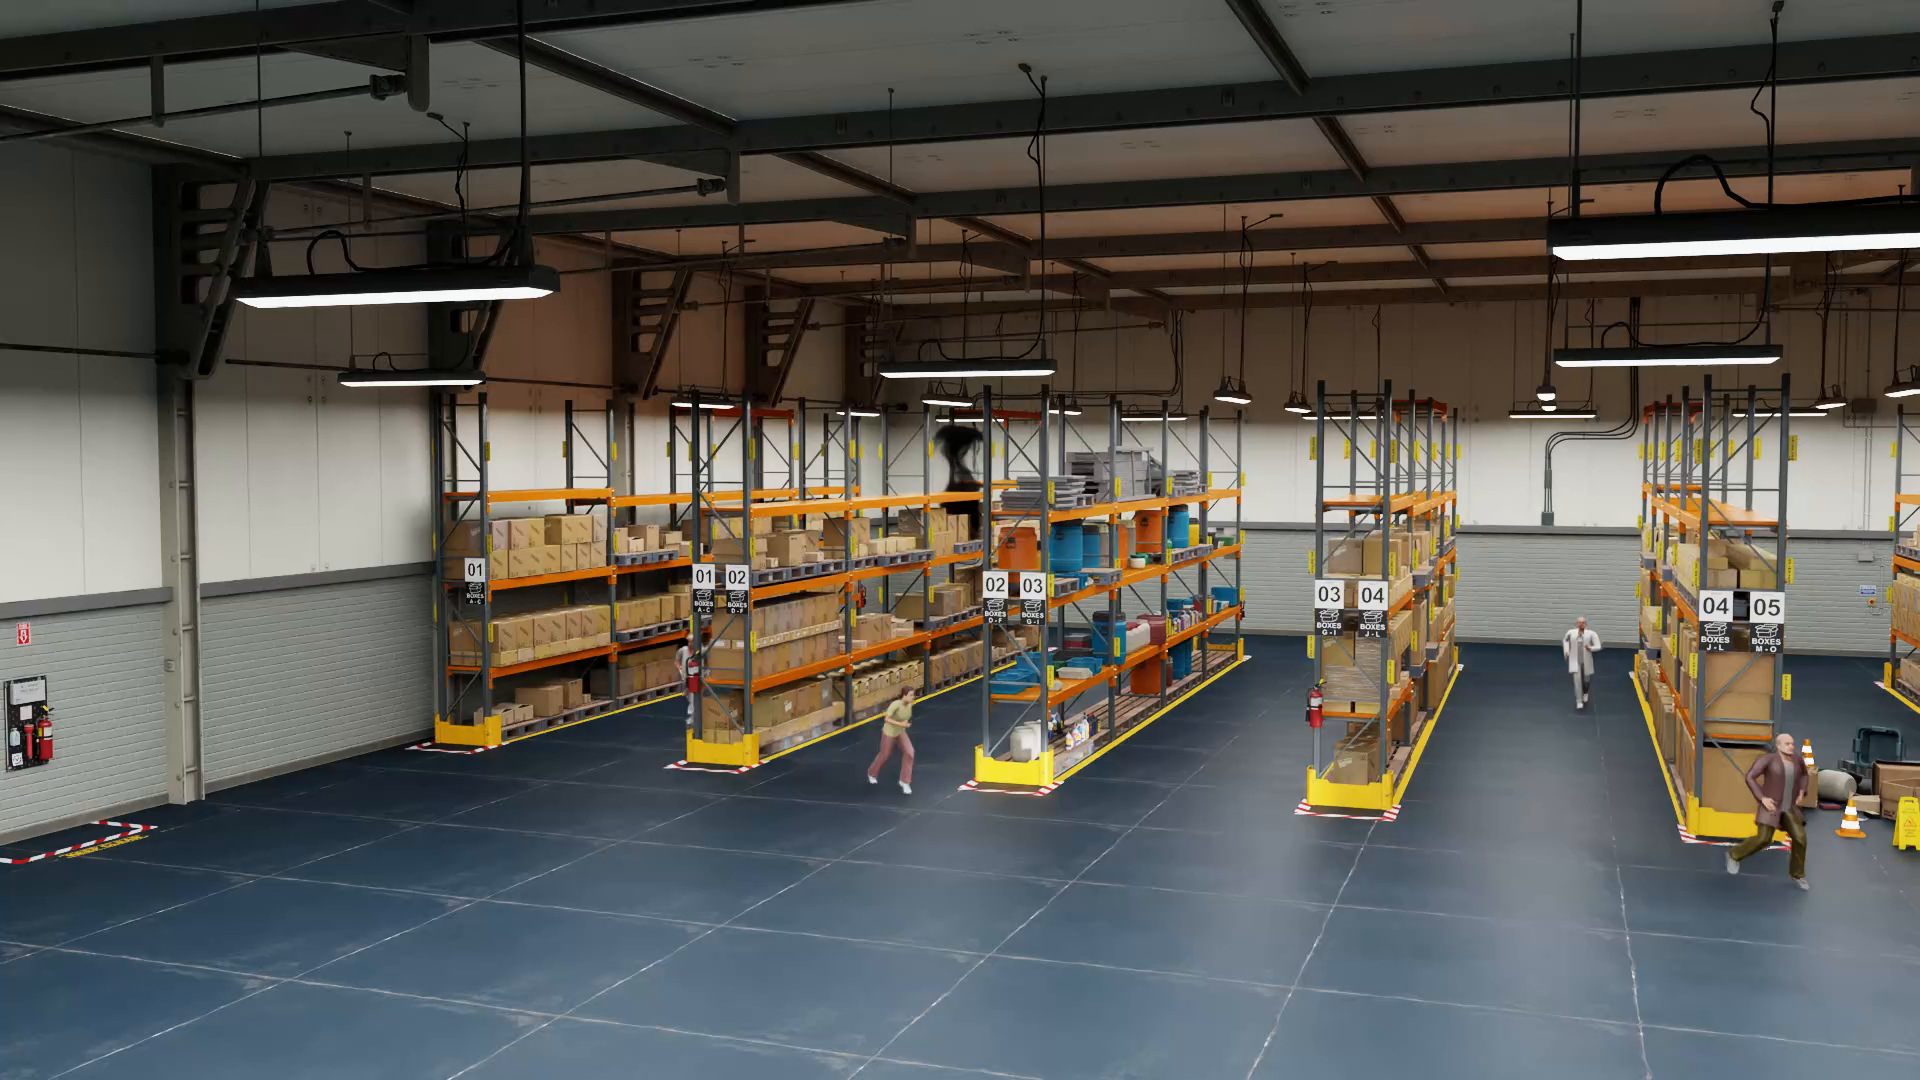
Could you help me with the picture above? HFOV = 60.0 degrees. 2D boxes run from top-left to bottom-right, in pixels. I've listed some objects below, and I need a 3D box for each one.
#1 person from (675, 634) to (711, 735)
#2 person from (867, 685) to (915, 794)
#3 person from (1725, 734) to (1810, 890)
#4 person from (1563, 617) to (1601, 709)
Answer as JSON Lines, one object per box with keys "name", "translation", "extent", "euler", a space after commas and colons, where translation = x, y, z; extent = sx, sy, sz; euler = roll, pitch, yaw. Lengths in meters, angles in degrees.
{"name": "person", "translation": [-4.787, 2.532, 29.899], "extent": [0.658, 1.773, 1.135], "euler": [0, 3, 6]}
{"name": "person", "translation": [-1.020, 2.929, 24.621], "extent": [0.949, 1.614, 0.619], "euler": [3, 4, 41]}
{"name": "person", "translation": [9.457, 3.125, 19.299], "extent": [0.922, 1.782, 0.790], "euler": [-1, 3, -12]}
{"name": "person", "translation": [12.131, 2.375, 32.470], "extent": [0.708, 1.757, 0.973], "euler": [1, 3, 22]}
